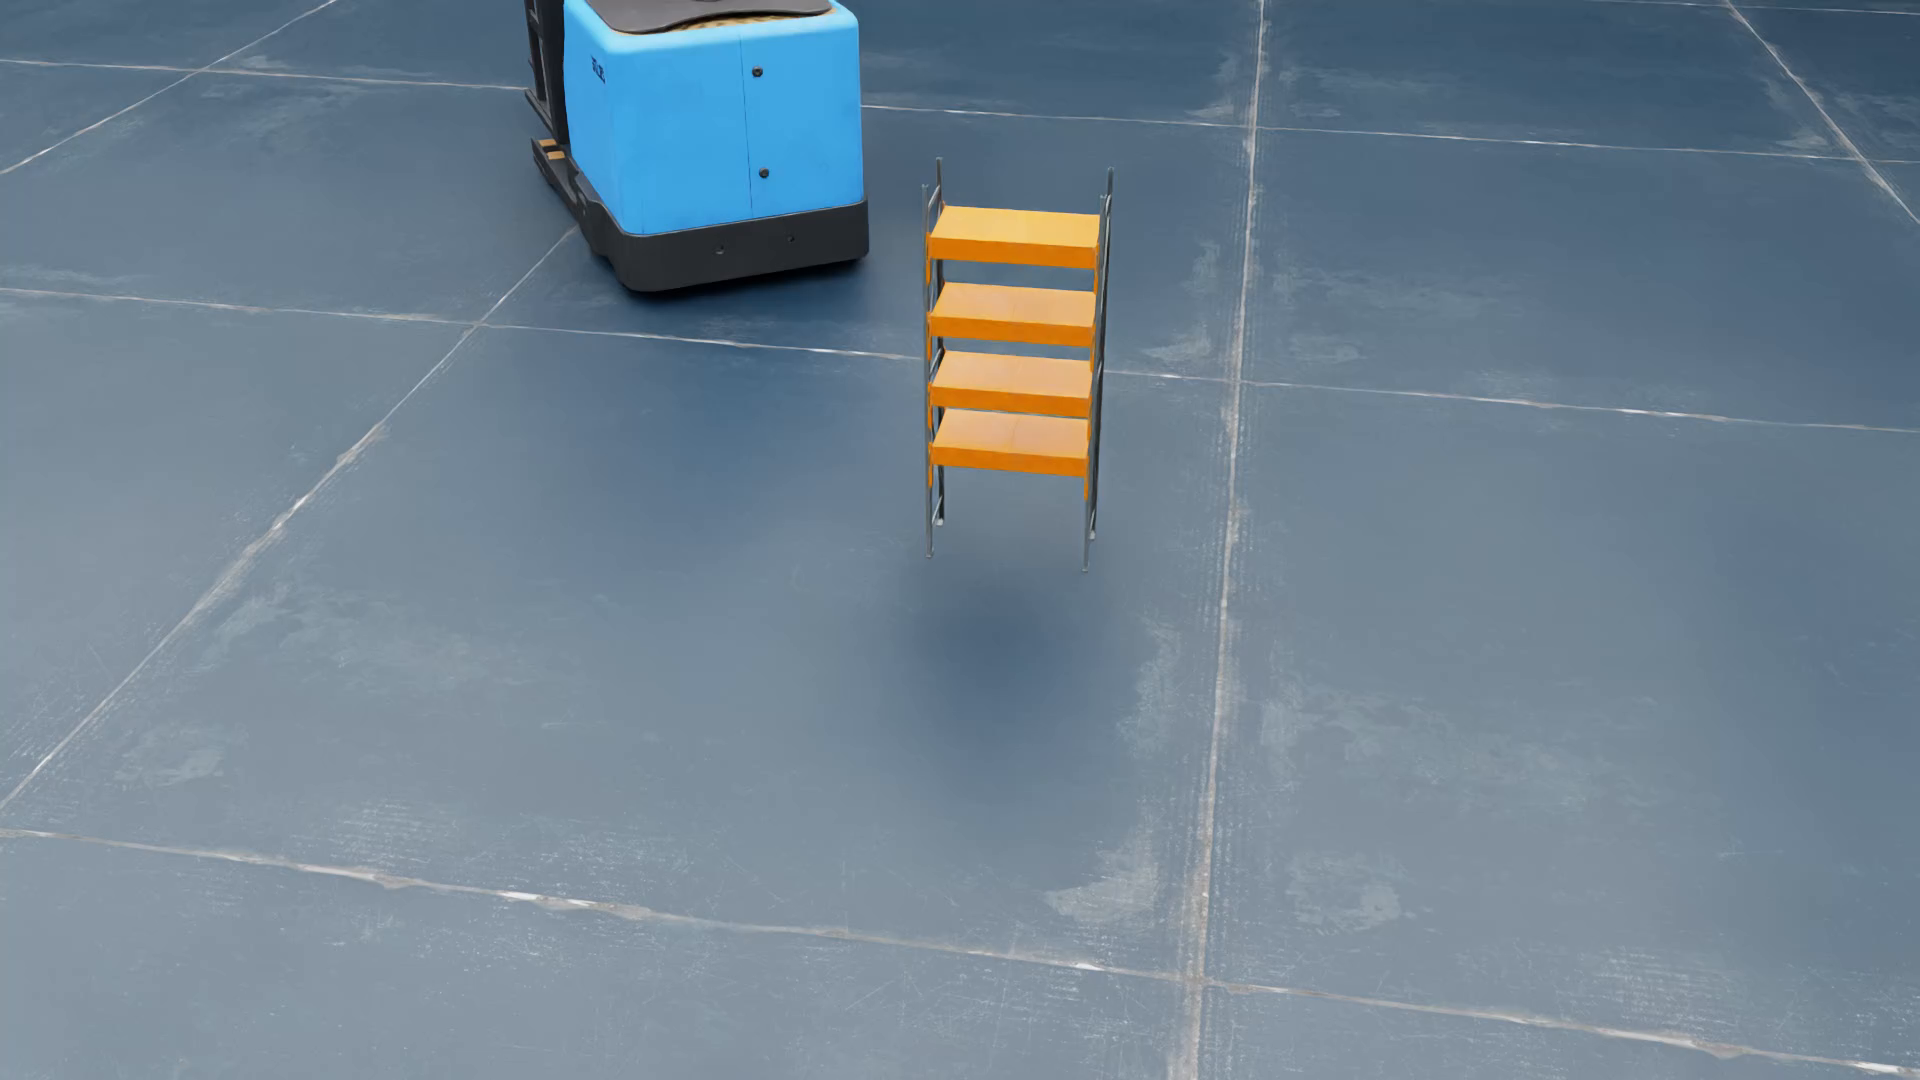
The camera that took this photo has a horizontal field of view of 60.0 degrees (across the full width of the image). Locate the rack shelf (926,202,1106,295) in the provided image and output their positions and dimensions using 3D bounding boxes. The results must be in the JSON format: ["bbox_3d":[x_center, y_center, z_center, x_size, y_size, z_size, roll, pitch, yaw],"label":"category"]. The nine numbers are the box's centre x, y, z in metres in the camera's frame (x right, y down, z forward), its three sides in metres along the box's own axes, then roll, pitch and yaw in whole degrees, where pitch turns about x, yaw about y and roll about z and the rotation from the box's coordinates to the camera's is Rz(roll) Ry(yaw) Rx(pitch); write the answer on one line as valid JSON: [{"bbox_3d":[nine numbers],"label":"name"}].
[{"bbox_3d":[0.163,-0.827,4.700,0.480,0.148,0.258,5,32,8],"label":"rack shelf"}]

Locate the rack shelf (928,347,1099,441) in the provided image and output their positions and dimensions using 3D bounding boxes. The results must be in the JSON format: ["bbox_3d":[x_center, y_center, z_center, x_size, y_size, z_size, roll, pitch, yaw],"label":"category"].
[{"bbox_3d":[0.163,-0.437,4.944,0.480,0.148,0.258,5,32,8],"label":"rack shelf"}]

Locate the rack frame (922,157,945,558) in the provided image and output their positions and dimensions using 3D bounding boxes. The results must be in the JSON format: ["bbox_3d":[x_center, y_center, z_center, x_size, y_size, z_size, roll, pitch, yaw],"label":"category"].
[{"bbox_3d":[-0.077,-0.516,4.943,0.015,1.200,0.240,5,32,8],"label":"rack frame"}]

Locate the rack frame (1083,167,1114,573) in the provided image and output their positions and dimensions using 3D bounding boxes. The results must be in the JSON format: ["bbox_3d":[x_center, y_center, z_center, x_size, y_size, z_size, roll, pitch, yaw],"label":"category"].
[{"bbox_3d":[0.404,-0.472,4.873,0.015,1.200,0.240,5,32,8],"label":"rack frame"}]

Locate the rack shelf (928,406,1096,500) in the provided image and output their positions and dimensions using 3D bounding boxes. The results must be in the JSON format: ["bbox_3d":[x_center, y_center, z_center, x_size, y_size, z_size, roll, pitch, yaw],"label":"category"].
[{"bbox_3d":[0.163,-0.268,5.049,0.480,0.148,0.258,5,32,8],"label":"rack shelf"}]

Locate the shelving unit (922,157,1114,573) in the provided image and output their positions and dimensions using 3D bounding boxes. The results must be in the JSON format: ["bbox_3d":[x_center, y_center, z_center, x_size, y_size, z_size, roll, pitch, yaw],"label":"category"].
[{"bbox_3d":[0.163,-0.494,4.908,0.503,1.200,0.258,5,32,8],"label":"shelving unit"}]

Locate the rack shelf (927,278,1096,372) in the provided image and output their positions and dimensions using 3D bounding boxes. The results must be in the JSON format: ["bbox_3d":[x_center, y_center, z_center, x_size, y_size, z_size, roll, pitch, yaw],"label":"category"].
[{"bbox_3d":[0.163,-0.626,4.825,0.480,0.148,0.258,5,32,8],"label":"rack shelf"}]

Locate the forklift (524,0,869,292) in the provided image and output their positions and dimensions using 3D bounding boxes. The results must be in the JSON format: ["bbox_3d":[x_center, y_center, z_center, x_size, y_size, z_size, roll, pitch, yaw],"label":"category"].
[{"bbox_3d":[-1.433,-3.012,7.300,1.130,2.935,3.031,-13,34,-20],"label":"forklift"}]
